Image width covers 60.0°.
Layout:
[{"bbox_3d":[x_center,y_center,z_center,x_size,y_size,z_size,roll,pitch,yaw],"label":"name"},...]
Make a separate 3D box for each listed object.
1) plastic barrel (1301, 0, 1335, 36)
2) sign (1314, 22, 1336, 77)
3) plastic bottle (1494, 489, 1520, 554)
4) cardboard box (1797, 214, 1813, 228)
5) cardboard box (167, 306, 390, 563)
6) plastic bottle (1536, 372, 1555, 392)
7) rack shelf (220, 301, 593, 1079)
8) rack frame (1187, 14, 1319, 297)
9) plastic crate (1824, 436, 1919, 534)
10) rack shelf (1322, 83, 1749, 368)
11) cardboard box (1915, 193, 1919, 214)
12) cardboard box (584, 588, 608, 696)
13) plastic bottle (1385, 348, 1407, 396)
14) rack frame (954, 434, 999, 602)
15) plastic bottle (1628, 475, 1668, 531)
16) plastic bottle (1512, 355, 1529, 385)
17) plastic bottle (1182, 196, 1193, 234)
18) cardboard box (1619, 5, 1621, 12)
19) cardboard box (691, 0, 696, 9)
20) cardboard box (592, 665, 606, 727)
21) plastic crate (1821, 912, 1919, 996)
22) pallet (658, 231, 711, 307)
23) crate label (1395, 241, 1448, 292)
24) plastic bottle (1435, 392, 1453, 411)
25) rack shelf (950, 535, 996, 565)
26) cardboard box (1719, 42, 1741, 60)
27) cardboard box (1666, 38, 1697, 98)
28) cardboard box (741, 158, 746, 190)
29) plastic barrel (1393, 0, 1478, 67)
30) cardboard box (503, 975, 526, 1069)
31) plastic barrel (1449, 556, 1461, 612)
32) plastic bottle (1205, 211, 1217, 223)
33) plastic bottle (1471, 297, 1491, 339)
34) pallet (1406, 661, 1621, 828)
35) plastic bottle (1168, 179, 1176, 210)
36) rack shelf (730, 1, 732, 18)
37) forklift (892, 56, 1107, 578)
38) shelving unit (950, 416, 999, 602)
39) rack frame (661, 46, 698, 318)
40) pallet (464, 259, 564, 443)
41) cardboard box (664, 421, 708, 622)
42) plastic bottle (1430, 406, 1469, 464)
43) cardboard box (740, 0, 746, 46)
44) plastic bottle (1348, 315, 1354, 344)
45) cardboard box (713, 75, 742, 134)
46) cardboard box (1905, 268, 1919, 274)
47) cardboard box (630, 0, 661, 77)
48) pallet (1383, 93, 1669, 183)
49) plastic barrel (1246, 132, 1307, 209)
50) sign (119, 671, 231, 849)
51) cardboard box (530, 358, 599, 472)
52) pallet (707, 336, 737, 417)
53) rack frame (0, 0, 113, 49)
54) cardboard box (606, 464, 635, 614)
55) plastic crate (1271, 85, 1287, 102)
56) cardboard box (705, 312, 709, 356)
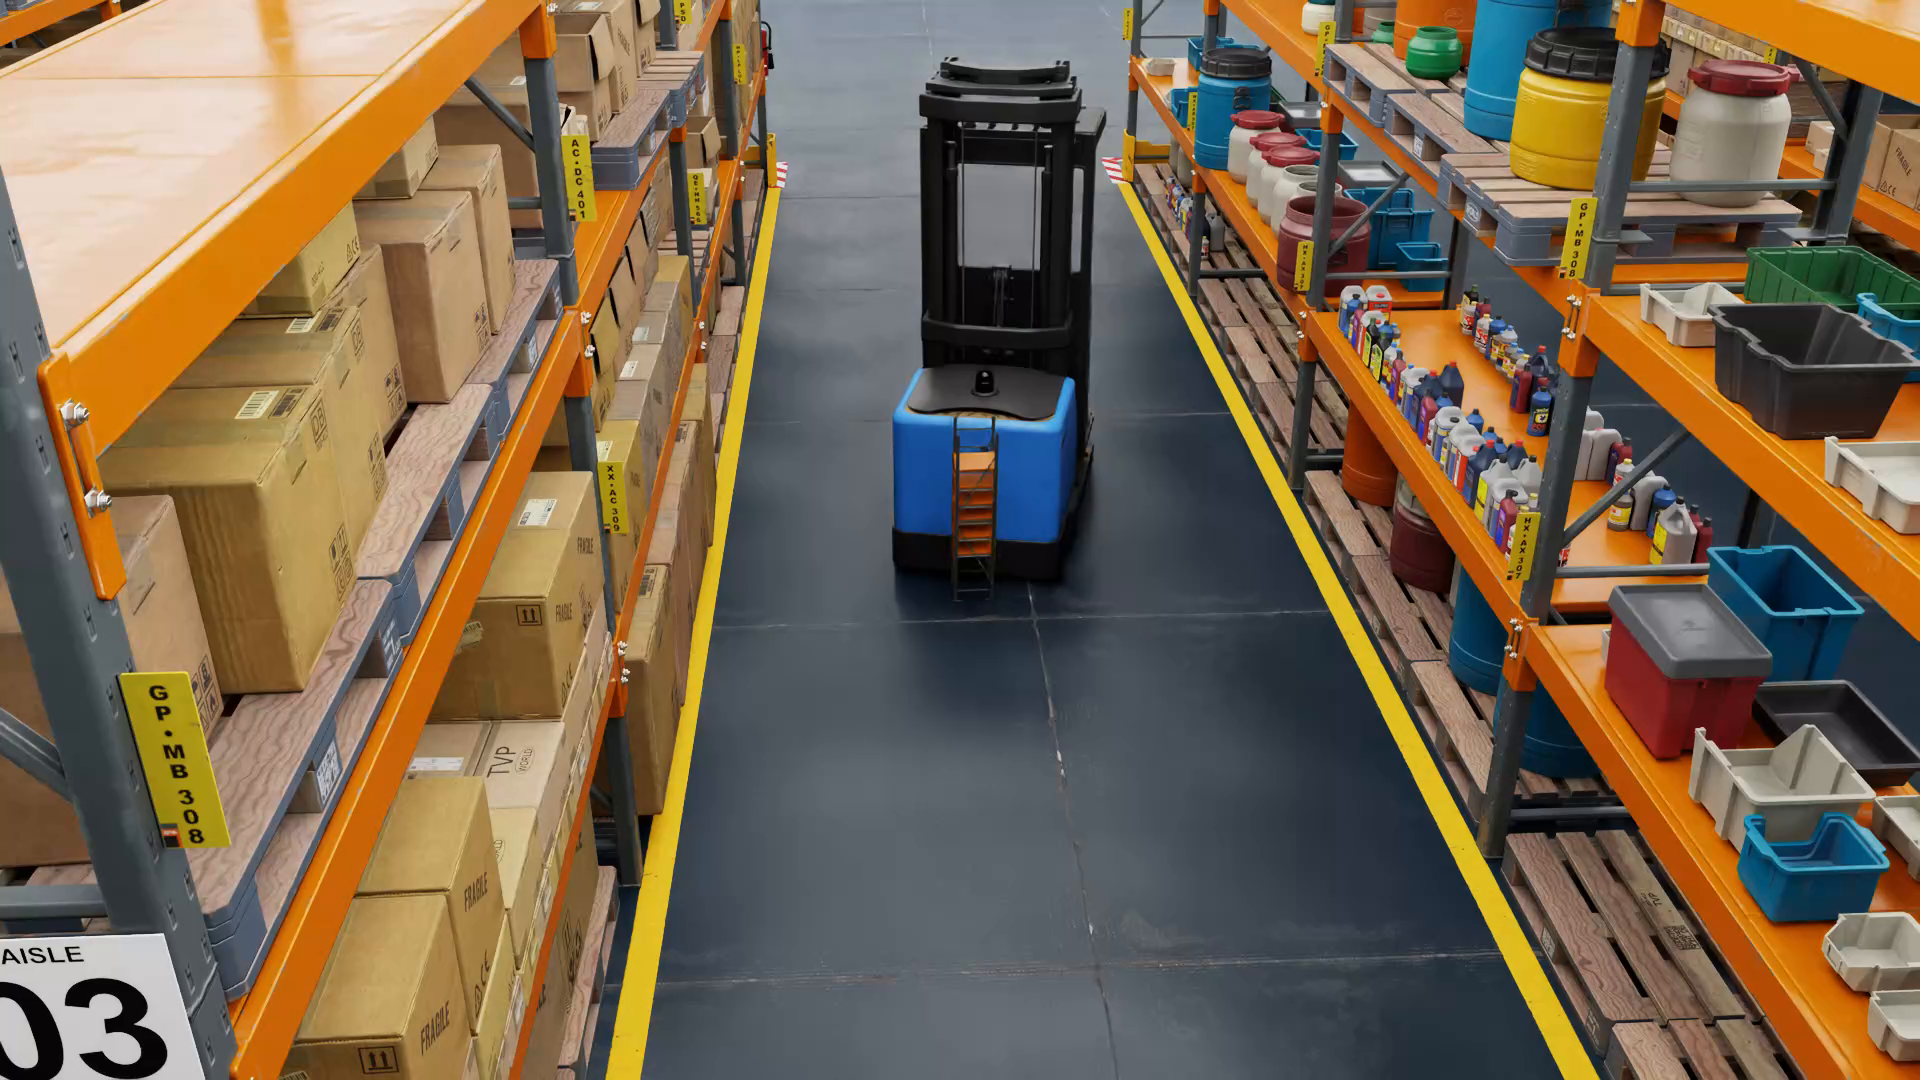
[{"bbox_3d":[2.463,-3.557,11.232,0.301,0.262,0.301,0,28,0],"label":"plastic barrel"},{"bbox_3d":[2.214,-2.974,10.077,0.100,0.325,0.005,-1,28,-3],"label":"sign"},{"bbox_3d":[2.570,-0.088,7.800,0.061,0.283,0.133,-1,28,-3],"label":"plastic bottle"},{"bbox_3d":[7.273,-2.691,14.578,0.500,0.311,0.500,-1,28,-2],"label":"cardboard box"},{"bbox_3d":[-1.831,-0.237,4.046,0.700,0.500,0.500,-3,28,-6],"label":"cardboard box"},{"bbox_3d":[3.225,-0.802,9.170,0.061,0.283,0.133,-1,28,-3],"label":"plastic bottle"},{"bbox_3d":[-1.870,0.173,4.709,1.077,0.370,4.000,-1,28,-3],"label":"rack shelf"},{"bbox_3d":[2.554,-3.554,14.320,1.000,3.000,0.127,-1,28,-3],"label":"rack frame"},{"bbox_3d":[2.825,-0.173,4.880,0.437,0.136,0.530,-1,28,-3],"label":"plastic crate"},{"bbox_3d":[2.867,-1.794,8.480,1.077,0.370,4.000,-1,28,-3],"label":"rack shelf"},{"bbox_3d":[7.605,-2.643,12.466,0.500,0.500,0.500,-3,28,-5],"label":"cardboard box"},{"bbox_3d":[-1.690,0.392,6.595,0.500,0.250,0.500,-2,28,-4],"label":"cardboard box"},{"bbox_3d":[2.489,-0.961,9.488,0.097,0.271,0.097,0,28,0],"label":"plastic bottle"},{"bbox_3d":[0.090,-0.113,9.684,0.240,1.200,0.006,-2,37,-5],"label":"rack frame"},{"bbox_3d":[3.309,-0.196,8.017,0.152,0.276,0.135,-1,28,-3],"label":"plastic bottle"},{"bbox_3d":[3.245,-0.967,9.575,0.097,0.201,0.097,0,28,0],"label":"plastic bottle"},{"bbox_3d":[2.205,-3.103,15.844,0.144,0.351,0.185,-2,28,-3],"label":"plastic bottle"},{"bbox_3d":[7.114,-5.543,17.324,0.380,0.149,0.250,-2,28,-4],"label":"cardboard box"},{"bbox_3d":[-1.974,-3.641,10.594,0.500,0.500,0.500,-1,28,-2],"label":"cardboard box"},{"bbox_3d":[-1.618,0.624,6.582,0.380,0.149,0.250,-1,28,-2],"label":"cardboard box"},{"bbox_3d":[2.883,1.307,5.220,0.298,0.136,0.250,-1,28,-3],"label":"plastic crate"},{"bbox_3d":[-2.327,-1.829,11.220,1.213,0.211,1.003,-1,28,-3],"label":"pallet"},{"bbox_3d":[3.115,-1.836,11.208,0.303,0.233,0.416,-1,28,-3],"label":"crate label"},{"bbox_3d":[2.584,-0.663,8.917,0.097,0.271,0.097,0,28,0],"label":"plastic bottle"},{"bbox_3d":[0.077,0.059,9.928,0.258,0.103,0.180,-2,37,-5],"label":"rack shelf"},{"bbox_3d":[7.231,-4.480,15.287,0.380,0.149,0.250,-1,28,-3],"label":"cardboard box"},{"bbox_3d":[7.387,-4.633,16.280,0.700,0.500,0.500,-1,28,-1],"label":"cardboard box"},{"bbox_3d":[-2.520,-3.795,17.032,0.500,0.500,0.500,6,28,11],"label":"cardboard box"},{"bbox_3d":[2.789,-3.151,9.386,0.600,0.830,0.708,-1,28,-3],"label":"plastic barrel"},{"bbox_3d":[-1.524,1.453,4.992,0.380,0.149,0.250,-2,28,-3],"label":"cardboard box"},{"bbox_3d":[2.983,0.216,9.329,0.421,0.512,0.421,0,28,0],"label":"plastic barrel"},{"bbox_3d":[2.369,-2.936,15.604,0.152,0.276,0.135,-1,28,-3],"label":"plastic bottle"},{"bbox_3d":[3.222,-1.372,10.263,0.061,0.283,0.133,-1,28,-3],"label":"plastic bottle"},{"bbox_3d":[2.973,1.020,8.567,1.003,0.211,1.213,-1,28,-3],"label":"pallet"},{"bbox_3d":[2.122,-3.442,16.567,0.061,0.283,0.133,-1,28,-2],"label":"plastic bottle"},{"bbox_3d":[-2.497,-5.369,15.335,1.077,0.370,4.000,-1,28,-3],"label":"rack shelf"},{"bbox_3d":[0.339,-1.726,10.890,1.130,2.935,3.031,5,28,9],"label":"forklift"},{"bbox_3d":[0.082,-0.168,9.756,0.258,1.200,0.189,-2,37,-5],"label":"shelving unit"},{"bbox_3d":[-2.184,-1.587,10.549,1.000,3.000,0.127,-1,28,-3],"label":"rack frame"},{"bbox_3d":[-1.943,-0.652,5.609,1.003,0.211,1.213,-1,28,-3],"label":"pallet"},{"bbox_3d":[-2.130,-0.100,9.542,1.225,0.875,0.875,-1,28,-2],"label":"cardboard box"},{"bbox_3d":[2.563,-0.549,8.694,0.152,0.276,0.135,-1,28,-3],"label":"plastic bottle"},{"bbox_3d":[-2.215,-4.730,15.063,0.500,0.500,0.500,-1,28,-3],"label":"cardboard box"},{"bbox_3d":[2.446,-1.312,10.236,0.097,0.201,0.097,0,28,0],"label":"plastic bottle"},{"bbox_3d":[-2.354,-3.820,14.400,0.875,0.500,0.500,-1,28,-3],"label":"cardboard box"},{"bbox_3d":[7.888,-2.005,13.263,0.500,0.311,0.500,-2,28,-3],"label":"cardboard box"},{"bbox_3d":[-2.080,-2.869,9.198,0.797,0.503,0.637,0,28,0],"label":"cardboard box"},{"bbox_3d":[2.771,-1.989,8.280,1.003,0.211,1.213,-1,28,-3],"label":"pallet"},{"bbox_3d":[2.423,-2.828,12.782,0.433,0.535,0.433,0,28,0],"label":"plastic barrel"},{"bbox_3d":[-1.211,0.344,2.572,0.100,0.325,0.005,-1,28,-3],"label":"sign"},{"bbox_3d":[-2.016,-0.524,7.318,0.797,0.503,0.637,-2,28,-4],"label":"cardboard box"},{"bbox_3d":[-2.284,-1.274,12.964,1.003,0.211,1.213,-1,28,-3],"label":"pallet"},{"bbox_3d":[-7.351,-3.361,13.951,1.000,3.000,0.127,-1,28,-3],"label":"rack frame"},{"bbox_3d":[-1.749,-0.003,7.403,0.500,0.500,0.500,-1,28,-2],"label":"cardboard box"},{"bbox_3d":[2.765,-4.094,15.584,0.450,0.188,0.662,-1,28,-3],"label":"plastic crate"},{"bbox_3d":[-2.346,-1.758,13.104,0.700,0.500,0.500,-4,28,-7],"label":"cardboard box"}]
